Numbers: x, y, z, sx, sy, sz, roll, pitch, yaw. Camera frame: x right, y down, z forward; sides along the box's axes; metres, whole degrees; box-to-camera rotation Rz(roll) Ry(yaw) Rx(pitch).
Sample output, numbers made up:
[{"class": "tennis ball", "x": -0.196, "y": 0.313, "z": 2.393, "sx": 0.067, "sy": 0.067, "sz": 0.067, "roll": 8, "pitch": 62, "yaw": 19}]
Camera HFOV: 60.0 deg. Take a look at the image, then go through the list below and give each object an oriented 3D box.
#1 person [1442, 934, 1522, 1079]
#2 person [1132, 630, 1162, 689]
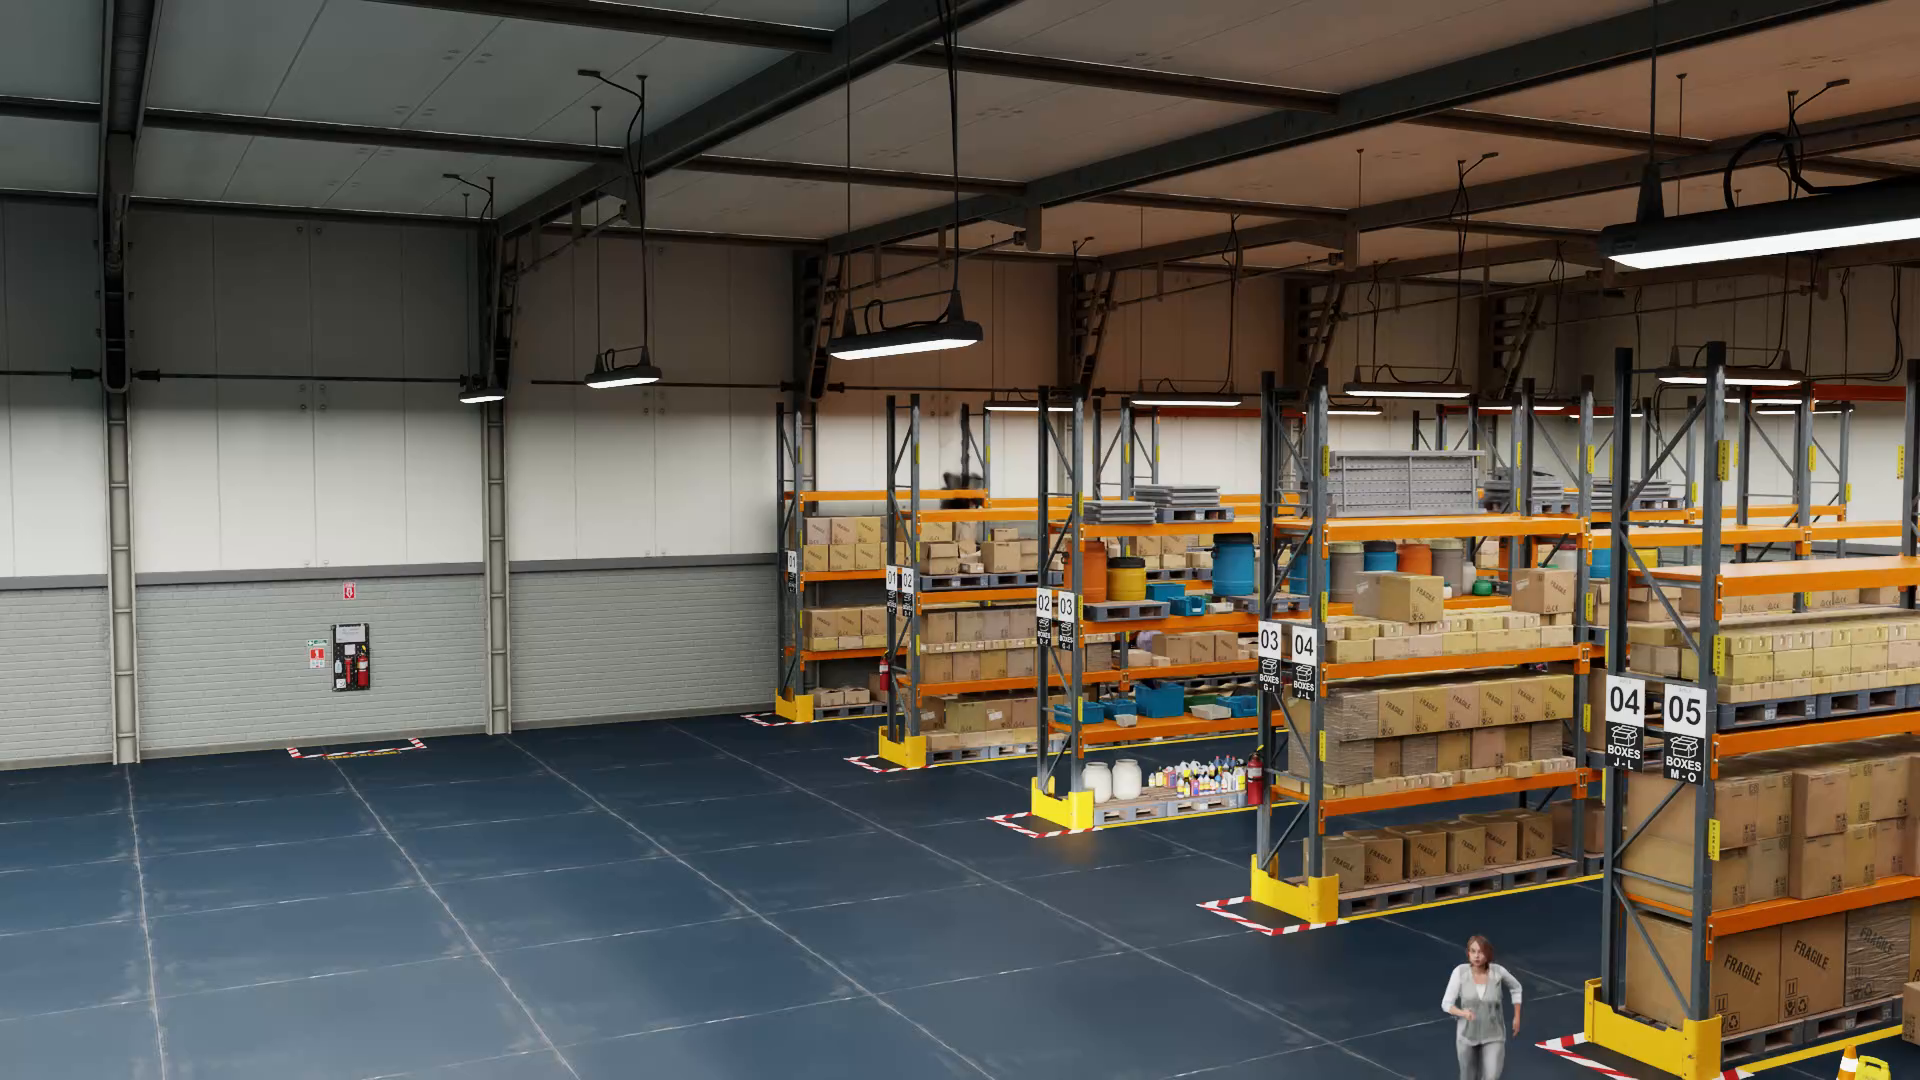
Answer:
[{"class": "person", "x": 3.822, "y": 3.673, "z": 12.192, "sx": 0.549, "sy": 1.630, "sz": 0.850, "roll": 1, "pitch": 3, "yaw": 20}, {"class": "person", "x": 3.543, "y": 2.307, "z": 31.598, "sx": 0.645, "sy": 1.679, "sz": 0.601, "roll": -2, "pitch": 4, "yaw": -35}]
